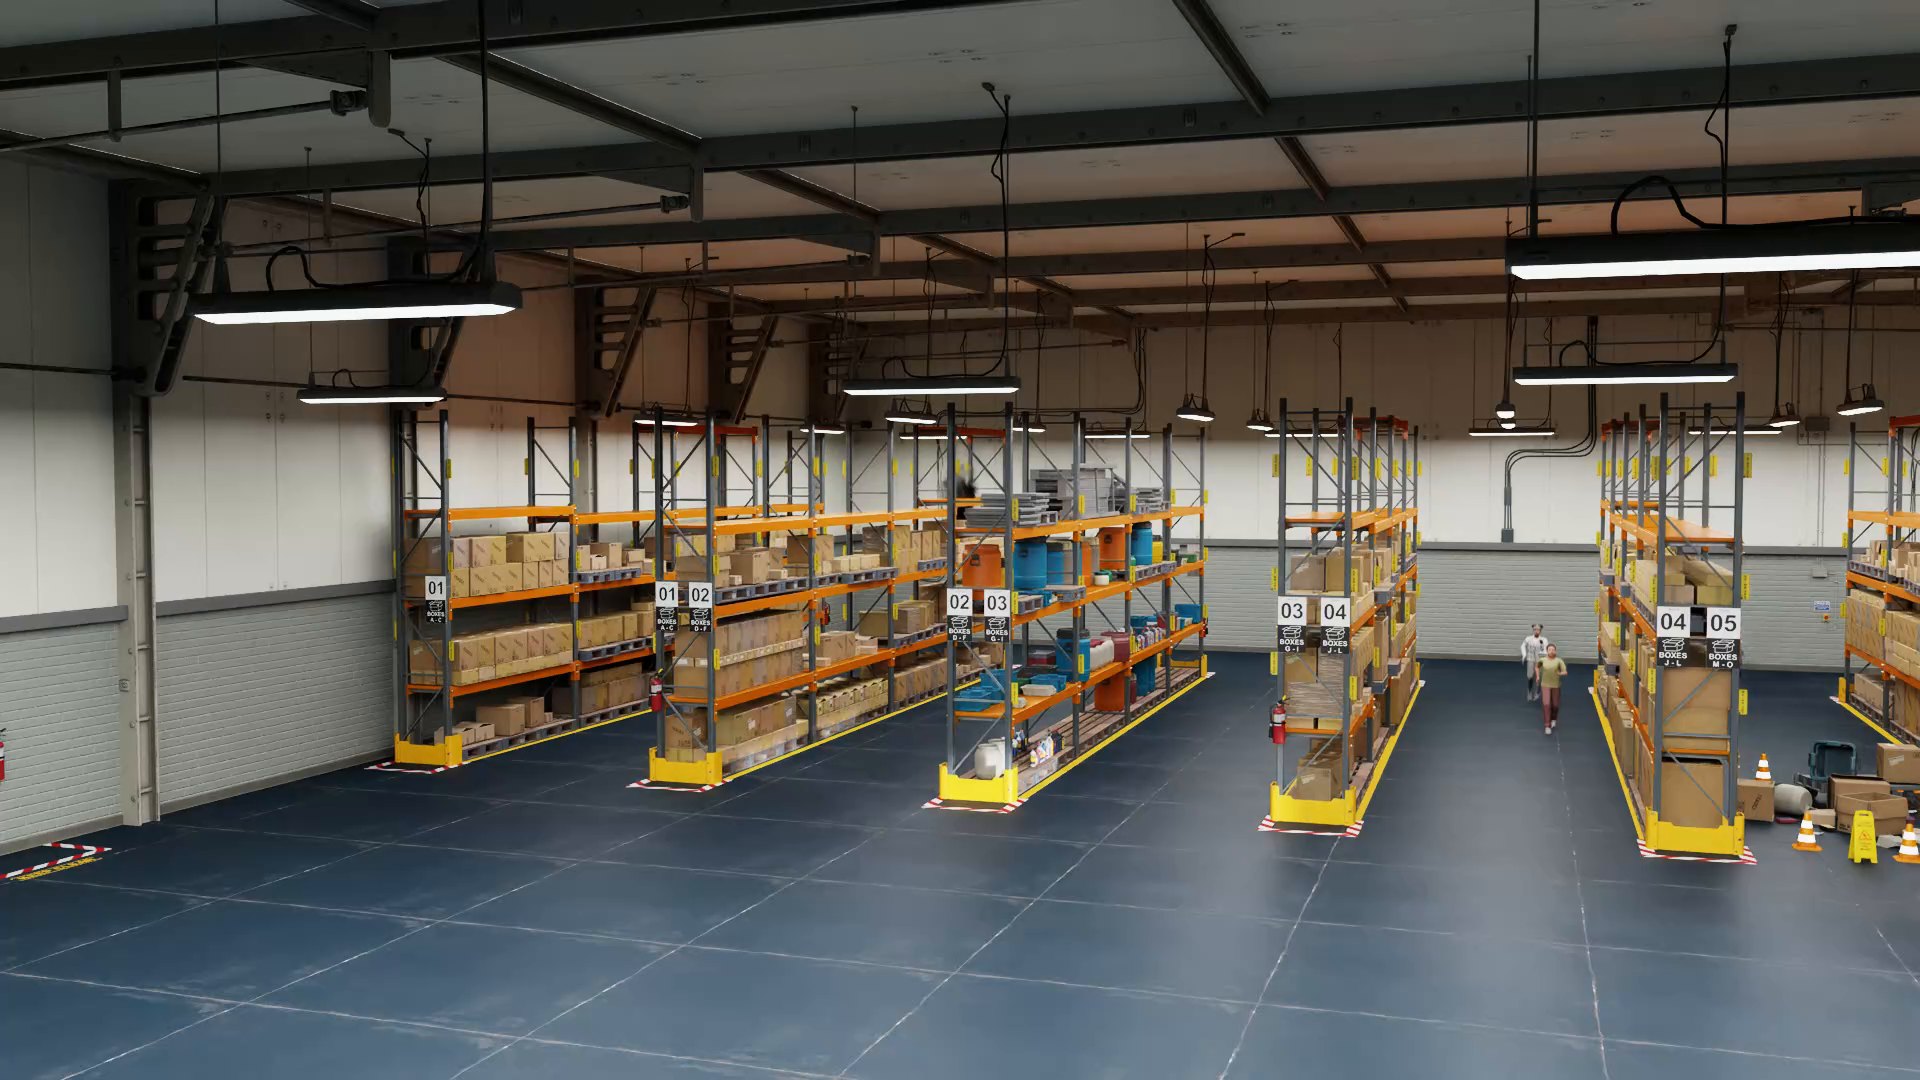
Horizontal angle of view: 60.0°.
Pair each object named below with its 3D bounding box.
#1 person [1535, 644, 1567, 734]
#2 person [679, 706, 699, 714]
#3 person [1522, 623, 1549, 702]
[{"bbox_3d":[11.190,2.791,31.491,0.574,1.655,0.969,1,3,16],"label":"person"},{"bbox_3d":[-4.889,2.831,30.475,0.710,1.744,0.700,0,2,5],"label":"person"},{"bbox_3d":[12.346,2.630,35.677,0.586,1.683,0.658,1,3,21],"label":"person"}]
